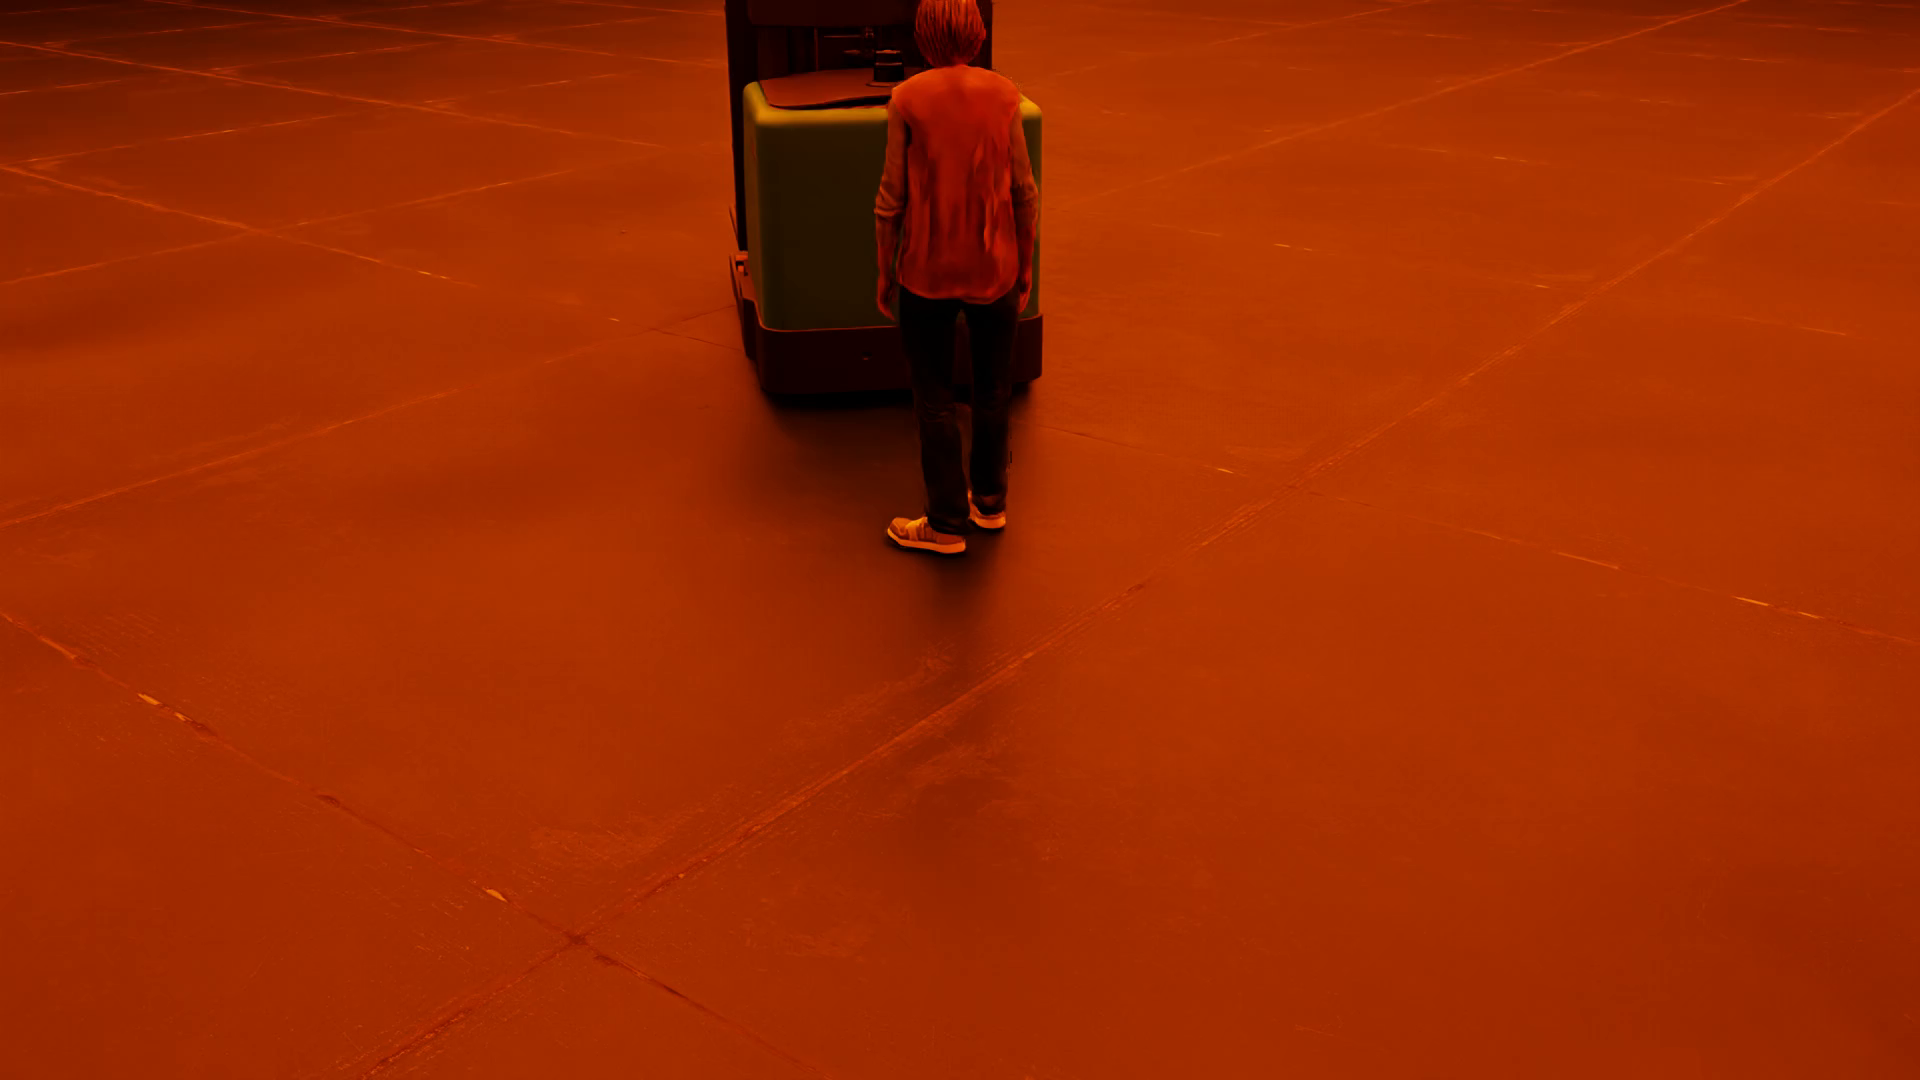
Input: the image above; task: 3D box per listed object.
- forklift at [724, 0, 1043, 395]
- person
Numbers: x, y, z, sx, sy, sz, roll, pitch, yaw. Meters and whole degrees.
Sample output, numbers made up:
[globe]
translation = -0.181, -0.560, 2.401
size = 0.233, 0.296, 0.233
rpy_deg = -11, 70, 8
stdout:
[forklift]
translation = -0.454, -2.429, 6.932
size = 1.130, 2.935, 3.031
rpy_deg = -4, 24, -9
[person]
translation = -0.021, -0.755, 4.758
size = 0.450, 1.589, 0.438
rpy_deg = -4, 24, -9
